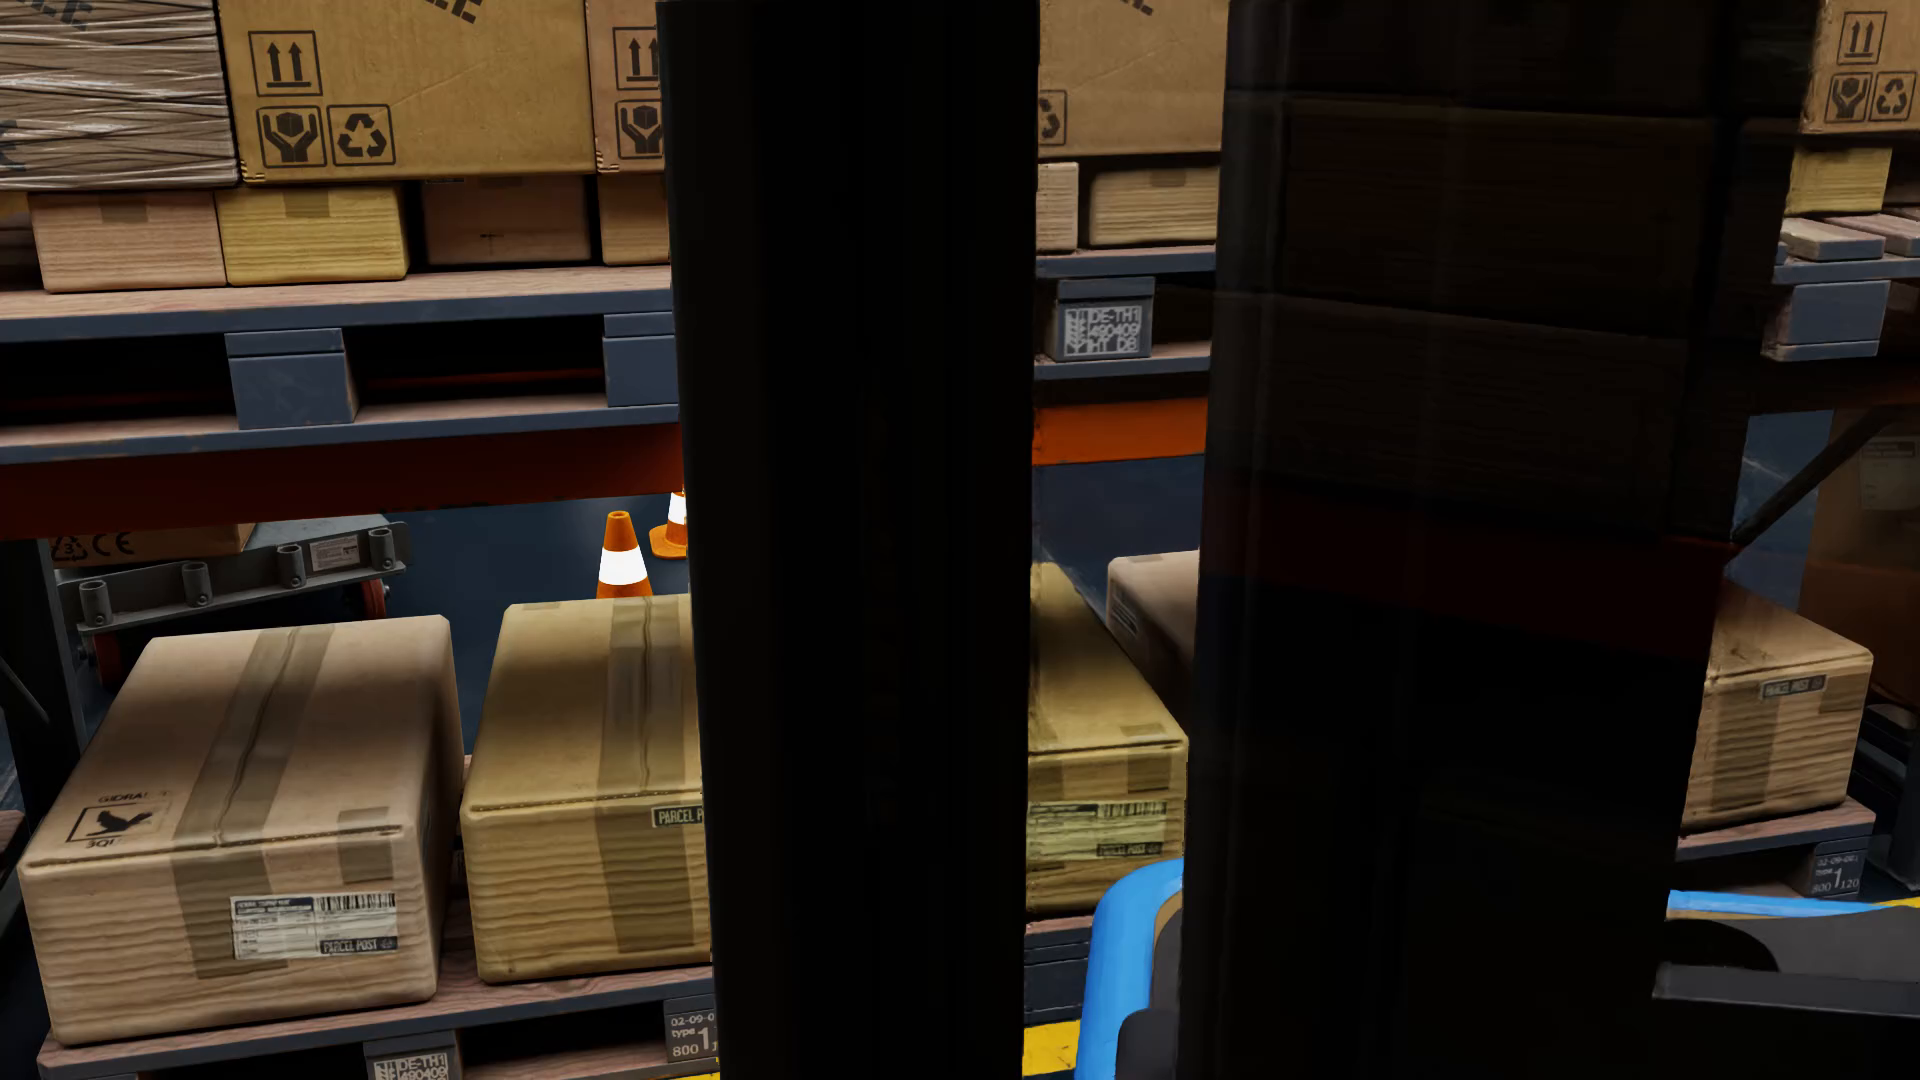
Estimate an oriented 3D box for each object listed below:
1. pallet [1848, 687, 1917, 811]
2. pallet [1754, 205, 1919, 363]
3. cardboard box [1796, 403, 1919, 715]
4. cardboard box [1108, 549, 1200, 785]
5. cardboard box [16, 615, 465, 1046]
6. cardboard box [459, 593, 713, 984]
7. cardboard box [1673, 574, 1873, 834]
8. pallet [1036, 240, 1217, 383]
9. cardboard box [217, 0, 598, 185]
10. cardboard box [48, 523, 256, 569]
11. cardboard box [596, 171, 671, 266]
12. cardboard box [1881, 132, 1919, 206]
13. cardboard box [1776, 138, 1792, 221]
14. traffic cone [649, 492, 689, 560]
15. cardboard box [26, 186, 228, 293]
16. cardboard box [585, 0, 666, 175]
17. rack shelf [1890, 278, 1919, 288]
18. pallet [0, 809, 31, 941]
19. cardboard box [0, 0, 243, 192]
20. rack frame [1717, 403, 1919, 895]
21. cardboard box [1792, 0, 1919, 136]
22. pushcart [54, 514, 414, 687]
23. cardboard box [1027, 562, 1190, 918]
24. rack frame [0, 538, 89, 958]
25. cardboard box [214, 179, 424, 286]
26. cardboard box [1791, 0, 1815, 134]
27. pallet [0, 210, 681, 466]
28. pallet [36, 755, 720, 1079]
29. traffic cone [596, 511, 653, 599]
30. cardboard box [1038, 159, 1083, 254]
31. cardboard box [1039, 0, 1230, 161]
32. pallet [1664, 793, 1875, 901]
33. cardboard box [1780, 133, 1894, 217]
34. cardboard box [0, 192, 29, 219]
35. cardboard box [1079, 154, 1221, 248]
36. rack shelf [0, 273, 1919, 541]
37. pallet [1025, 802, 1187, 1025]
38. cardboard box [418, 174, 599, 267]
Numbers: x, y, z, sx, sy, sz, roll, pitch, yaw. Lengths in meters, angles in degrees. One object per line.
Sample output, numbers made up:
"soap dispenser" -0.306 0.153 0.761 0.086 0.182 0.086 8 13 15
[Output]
"pallet" 2.831 0.476 4.208 1.213 0.211 1.003 -5 21 -12
"pallet" 1.377 -0.614 3.408 1.003 0.211 1.213 -5 21 -12
"cardboard box" 2.737 -0.022 3.993 0.875 0.875 0.875 -5 21 -13
"cardboard box" 0.778 0.343 3.727 0.625 0.372 0.950 -5 21 -14
"cardboard box" -1.337 0.515 3.258 0.625 0.372 0.950 -4 21 -12
"cardboard box" -0.638 0.457 3.416 0.625 0.372 0.950 -3 20 -9
"cardboard box" 1.494 0.282 3.893 0.625 0.372 0.950 -6 21 -16
"pallet" 0.129 -0.536 3.194 1.213 0.211 1.003 -5 21 -12
"cardboard box" -0.837 -0.844 2.570 0.500 0.500 0.500 -5 21 -12
"cardboard box" -2.285 -0.255 4.682 0.500 0.500 0.500 -5 21 -12
"cardboard box" -0.473 -0.568 2.758 0.250 0.149 0.380 -4 21 -12
"cardboard box" 1.781 -0.770 3.312 0.250 0.149 0.380 -4 20 -10
"cardboard box" 1.302 -0.690 3.092 0.250 0.149 0.380 -5 21 -13
"traffic cone" -0.910 -0.213 5.722 0.334 0.463 0.336 -5 21 -12
"cardboard box" -1.236 -0.497 2.564 0.250 0.149 0.380 -4 21 -12
"cardboard box" -0.353 -0.879 2.664 0.500 0.500 0.500 -5 21 -13
"rack shelf" 3.992 -0.616 4.182 4.000 0.370 1.077 -5 21 -12
"pallet" -2.492 0.895 3.065 1.213 0.211 1.003 -5 21 -12
"cardboard box" -1.324 -0.804 2.461 0.500 0.500 0.500 -4 21 -11
"rack frame" 2.046 -0.796 3.627 0.127 3.000 1.000 -5 21 -12
"cardboard box" 1.668 -1.051 3.134 0.500 0.500 0.500 -5 21 -14
"pushcart" -2.420 -0.007 5.286 0.936 0.377 1.648 -13 24 -31
"cardboard box" 0.038 0.401 3.568 0.625 0.372 0.950 -4 20 -11
"rack frame" -1.847 -0.479 2.762 0.127 3.000 1.000 -5 21 -12
"cardboard box" -0.991 -0.513 2.610 0.250 0.149 0.380 -4 21 -11
"cardboard box" 1.167 -1.006 3.012 0.500 0.500 0.500 -5 21 -13
"pallet" -1.069 -0.401 2.828 1.213 0.211 1.003 -5 21 -12
"pallet" -1.089 0.768 3.412 1.213 0.211 1.003 -5 21 -12
"traffic cone" -0.962 0.145 4.746 0.334 0.463 0.336 -5 21 -12
"cardboard box" 0.039 -0.590 2.820 0.250 0.149 0.380 -4 20 -10
"cardboard box" 0.145 -0.923 2.785 0.500 0.500 0.500 -6 21 -15
"pallet" 1.285 0.575 3.939 1.213 0.211 1.003 -5 21 -12
"cardboard box" 1.537 -0.725 3.188 0.250 0.149 0.380 -4 21 -12
"cardboard box" -3.712 -1.301 7.485 0.875 0.875 0.875 -4 21 -12
"cardboard box" 0.292 -0.621 2.905 0.250 0.149 0.380 -5 21 -14
"rack shelf" 0.100 -0.300 3.318 4.000 0.370 1.077 -5 21 -12
"pallet" 0.100 0.670 3.678 1.213 0.211 1.003 -5 21 -12
"cardboard box" -0.733 -0.561 2.741 0.250 0.149 0.380 -3 20 -9
